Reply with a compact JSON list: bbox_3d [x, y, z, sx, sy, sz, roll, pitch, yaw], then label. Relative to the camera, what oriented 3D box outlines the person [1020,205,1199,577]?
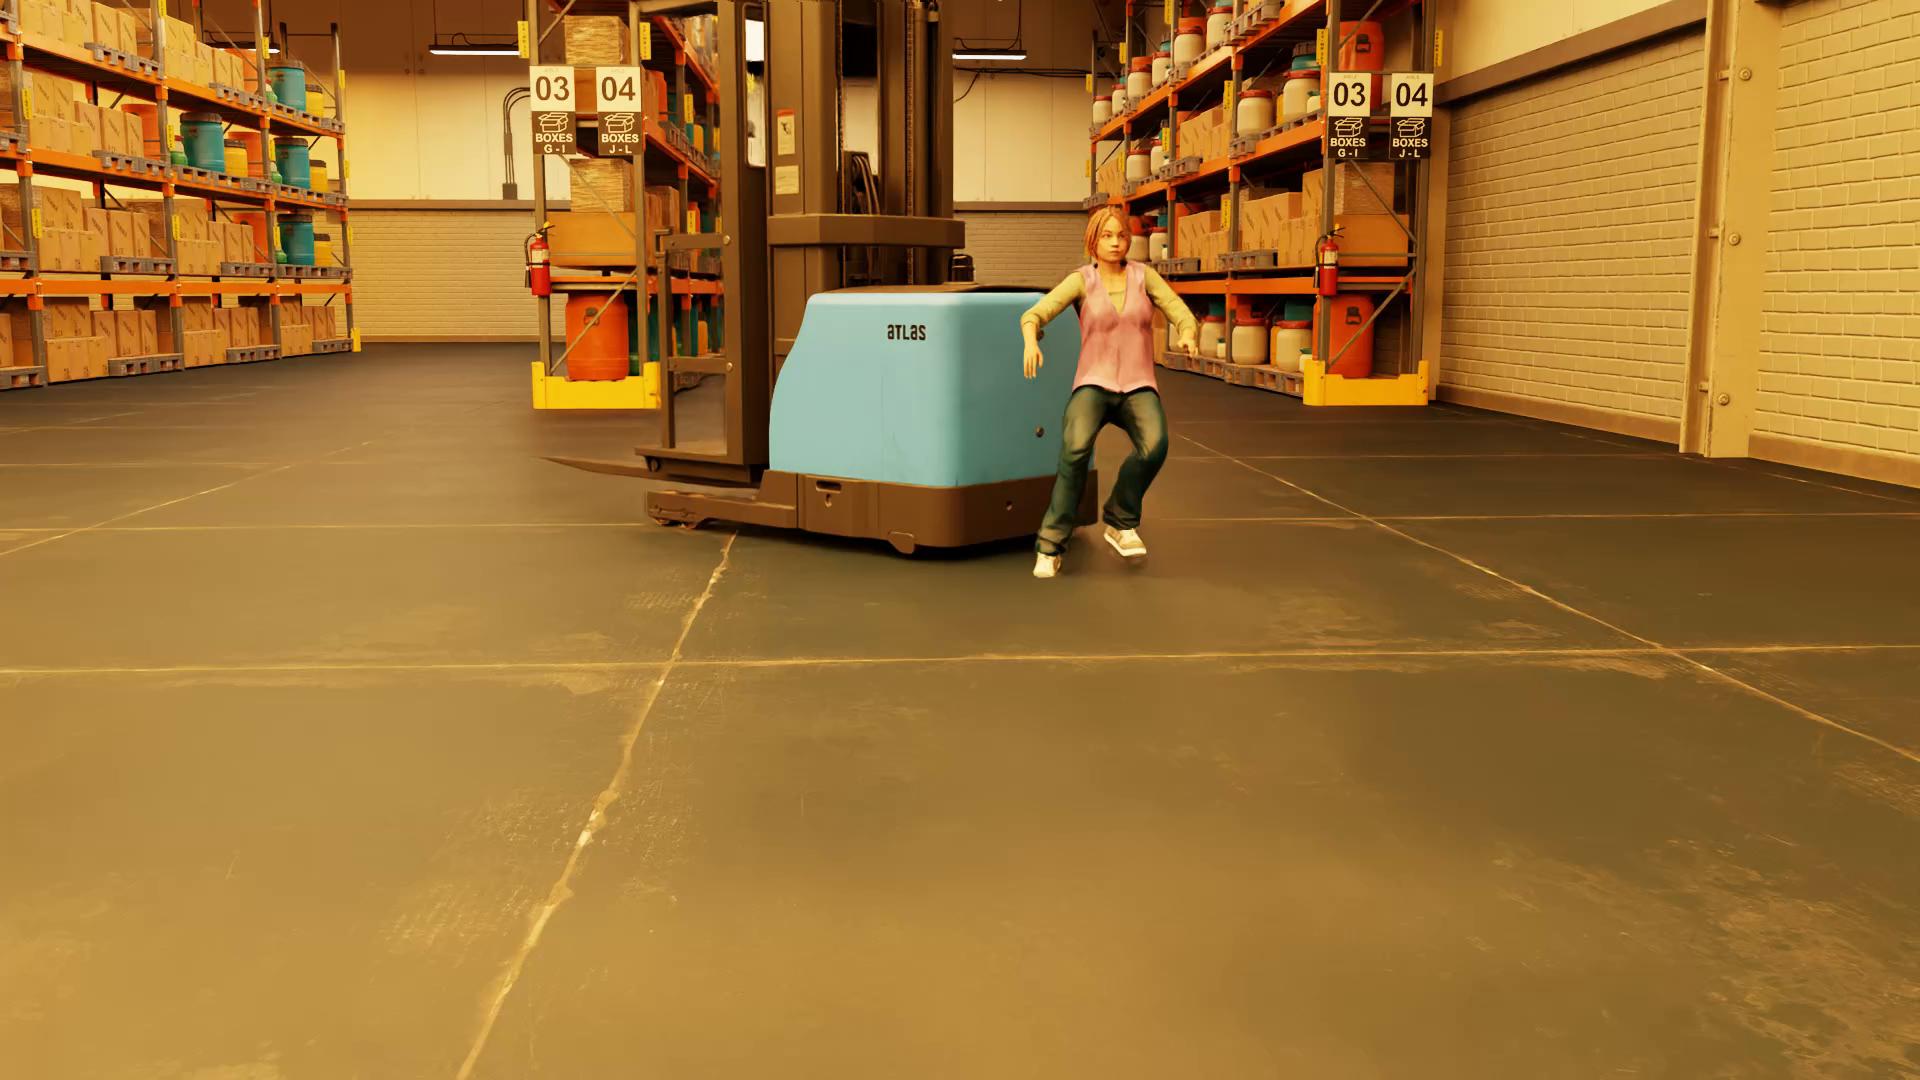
[{"bbox_3d":[0.584,-0.574,6.545,0.730,1.476,0.597,-1,9,-7],"label":"person"}]

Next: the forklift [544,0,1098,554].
[{"bbox_3d":[-0.827,-1.549,7.760,3.031,2.935,1.130,7,11,41],"label":"forklift"}]
